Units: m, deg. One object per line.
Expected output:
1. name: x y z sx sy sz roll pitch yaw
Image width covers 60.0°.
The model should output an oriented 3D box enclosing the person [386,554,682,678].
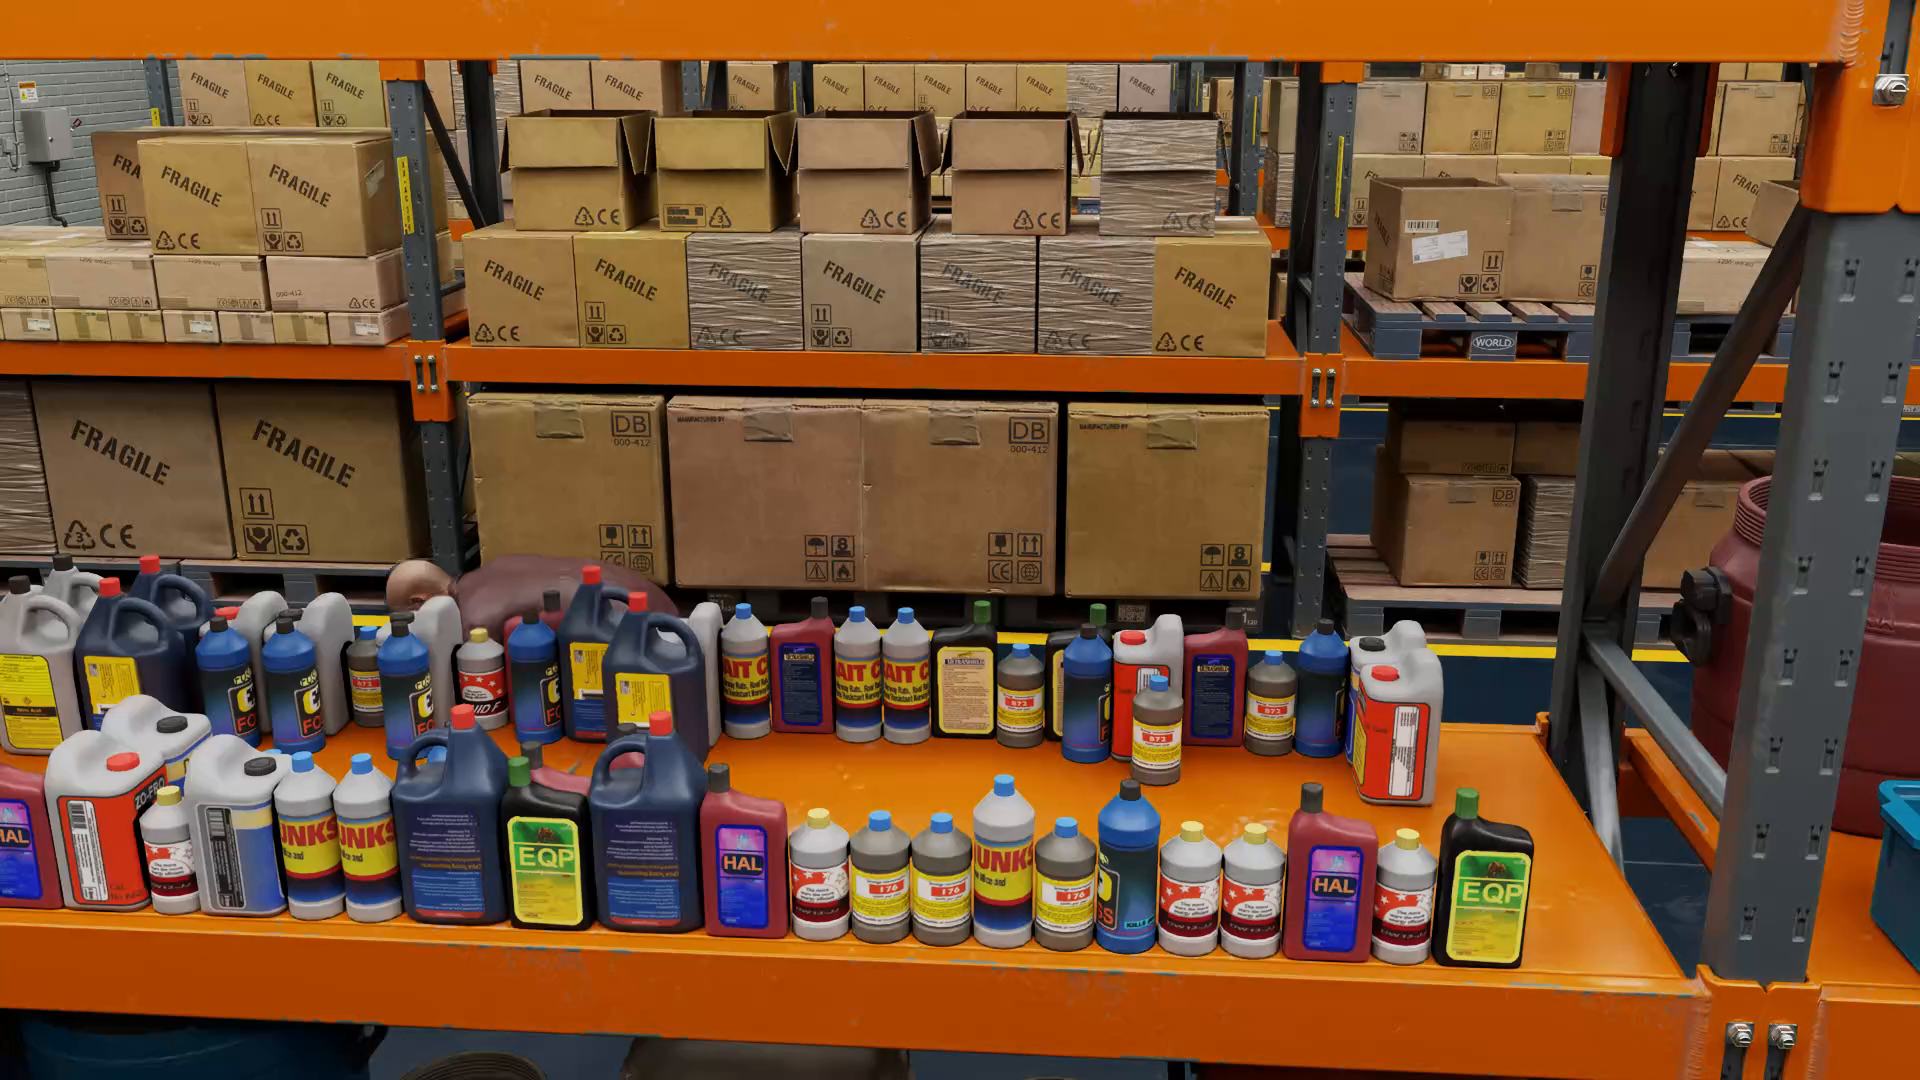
1. person: -1.344 0.576 5.413 0.943 1.068 0.552 0 17 1
